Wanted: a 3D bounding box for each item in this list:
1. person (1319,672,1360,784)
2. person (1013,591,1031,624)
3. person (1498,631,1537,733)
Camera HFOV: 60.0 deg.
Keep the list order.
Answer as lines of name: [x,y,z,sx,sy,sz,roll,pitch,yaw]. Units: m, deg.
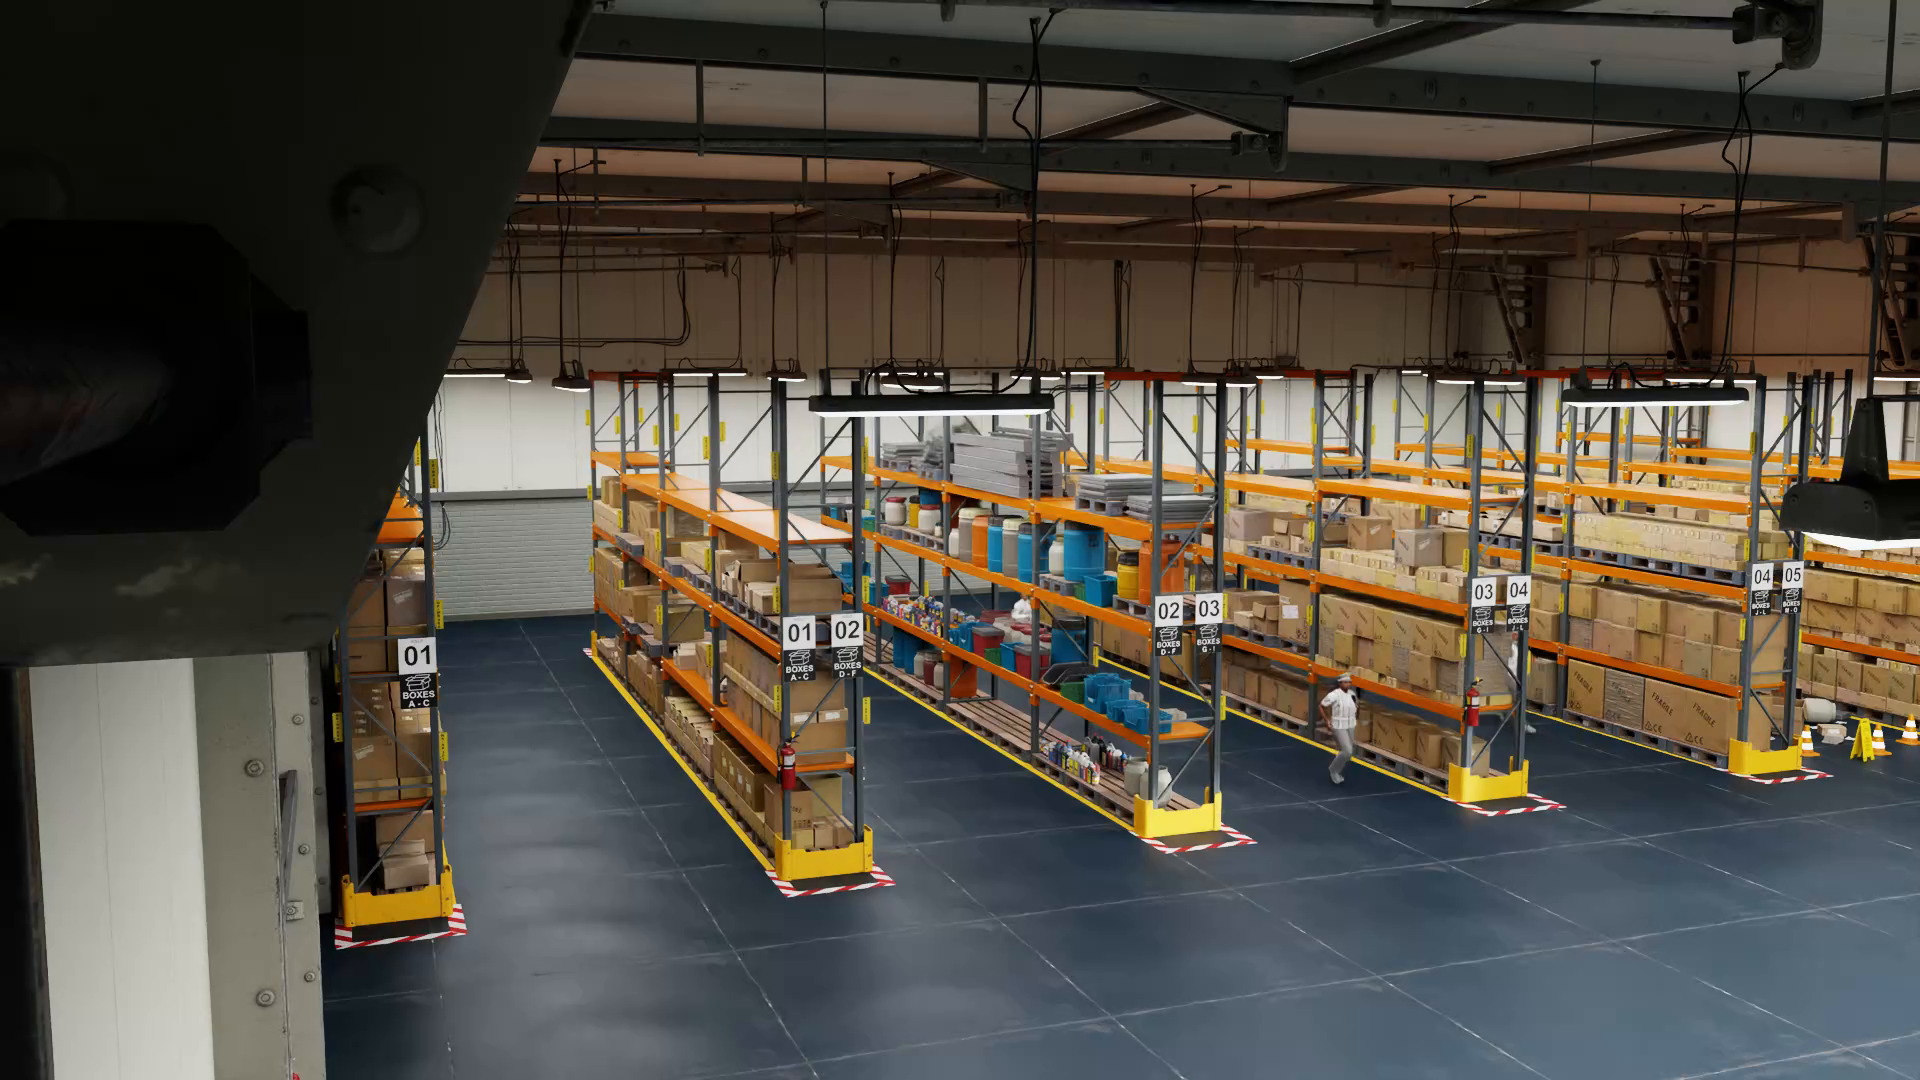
person: [5.645,2.766,24.432,0.550,1.669,0.638,-3,7,-27]
person: [1.284,1.777,33.162,0.602,1.734,0.812,-4,8,-33]
person: [9.395,2.298,28.067,0.656,1.758,0.969,-4,8,-32]
